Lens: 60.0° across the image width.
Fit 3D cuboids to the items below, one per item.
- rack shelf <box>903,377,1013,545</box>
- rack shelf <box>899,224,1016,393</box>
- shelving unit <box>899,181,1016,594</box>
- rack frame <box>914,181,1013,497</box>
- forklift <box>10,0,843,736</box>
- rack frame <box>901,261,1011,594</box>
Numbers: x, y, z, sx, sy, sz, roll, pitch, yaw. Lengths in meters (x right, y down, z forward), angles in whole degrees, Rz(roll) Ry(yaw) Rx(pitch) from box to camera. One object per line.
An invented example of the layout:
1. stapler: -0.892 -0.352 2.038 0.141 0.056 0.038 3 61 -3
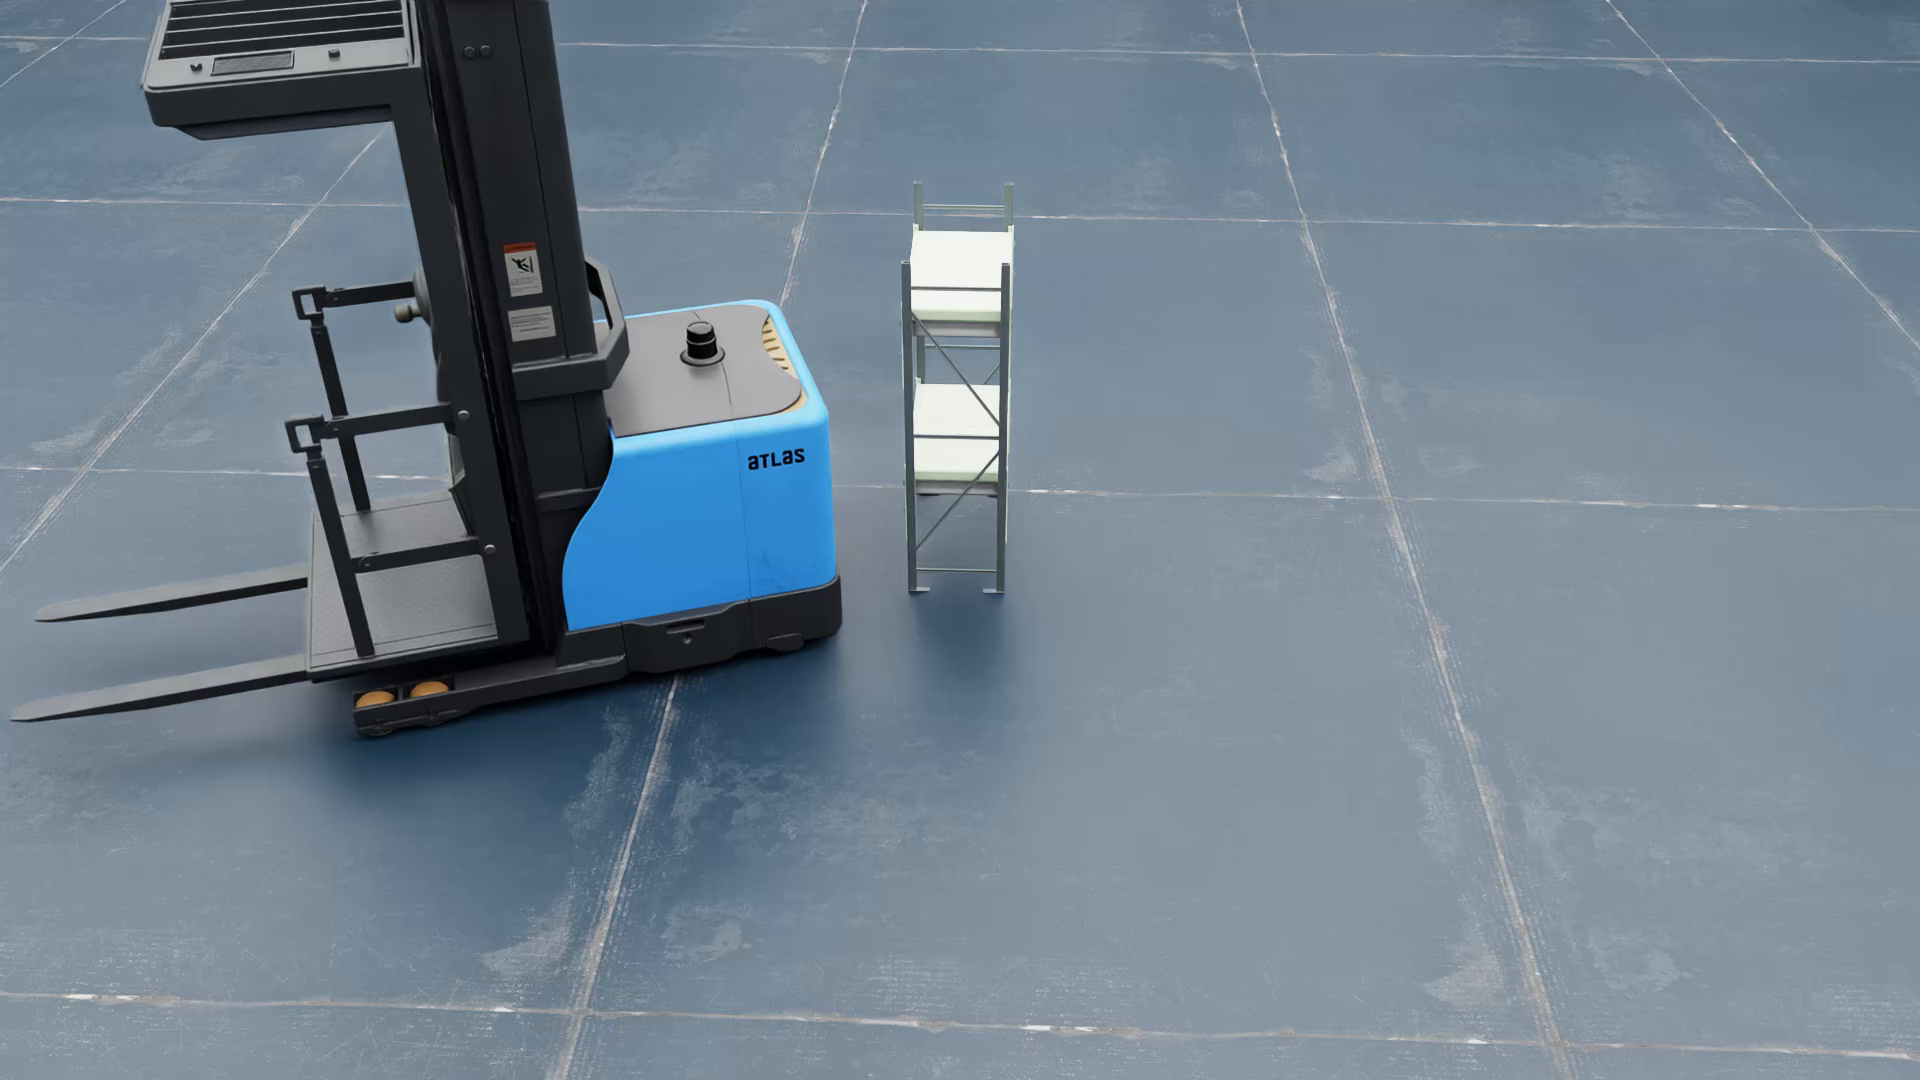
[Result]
1. rack shelf: 0.000 -0.343 7.001 0.431 0.370 0.720 1 35 2
2. rack shelf: 0.000 -0.929 6.589 0.431 0.370 0.720 1 35 2
3. shelving unit: 0.000 -0.610 6.813 0.431 1.500 0.755 1 35 2
4. rack frame: 0.014 -0.820 7.113 0.400 1.500 0.023 1 35 2
5. forklift: -2.046 -0.809 5.852 3.031 2.935 1.130 -10 36 -14
6. rack frame: -0.015 -0.399 6.514 0.400 1.500 0.023 1 35 2
